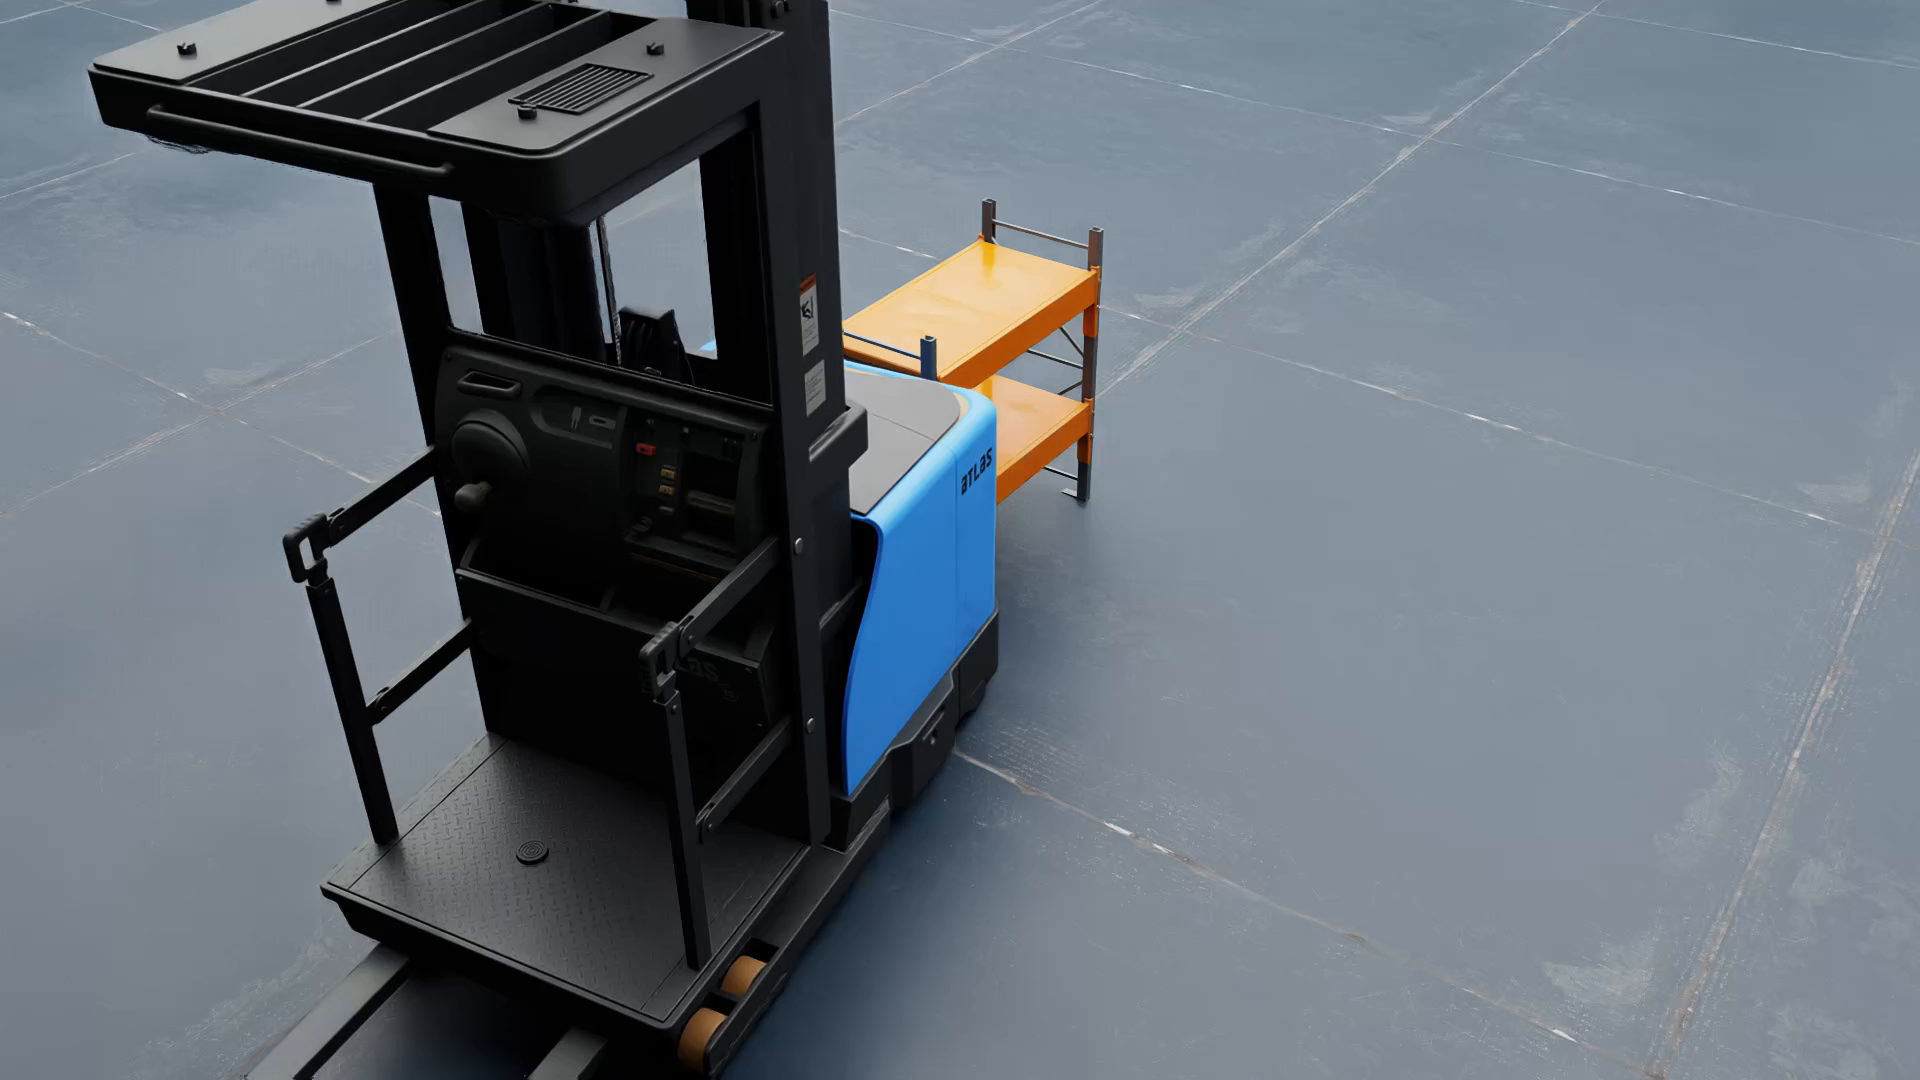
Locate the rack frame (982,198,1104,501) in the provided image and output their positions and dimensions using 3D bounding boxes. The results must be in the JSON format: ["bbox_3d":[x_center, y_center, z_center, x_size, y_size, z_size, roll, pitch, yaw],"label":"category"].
[{"bbox_3d":[0.294,-0.703,6.285,0.500,1.125,0.032,21,39,28],"label":"rack frame"}]

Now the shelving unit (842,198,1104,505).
[{"bbox_3d":[0.004,-0.469,5.939,0.538,1.125,1.048,21,39,28],"label":"shelving unit"}]

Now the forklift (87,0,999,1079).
[{"bbox_3d":[-0.969,-0.135,3.834,1.130,2.935,3.031,15,37,21],"label":"forklift"}]

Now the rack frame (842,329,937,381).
[{"bbox_3d":[-0.286,-0.235,5.594,0.500,1.125,0.032,21,39,28],"label":"rack frame"}]

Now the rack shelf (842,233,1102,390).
[{"bbox_3d":[0.004,-0.712,5.776,0.538,0.278,1.000,21,39,28],"label":"rack shelf"}]

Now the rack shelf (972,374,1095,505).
[{"bbox_3d":[0.004,-0.267,6.076,0.538,0.278,1.000,21,39,28],"label":"rack shelf"}]
